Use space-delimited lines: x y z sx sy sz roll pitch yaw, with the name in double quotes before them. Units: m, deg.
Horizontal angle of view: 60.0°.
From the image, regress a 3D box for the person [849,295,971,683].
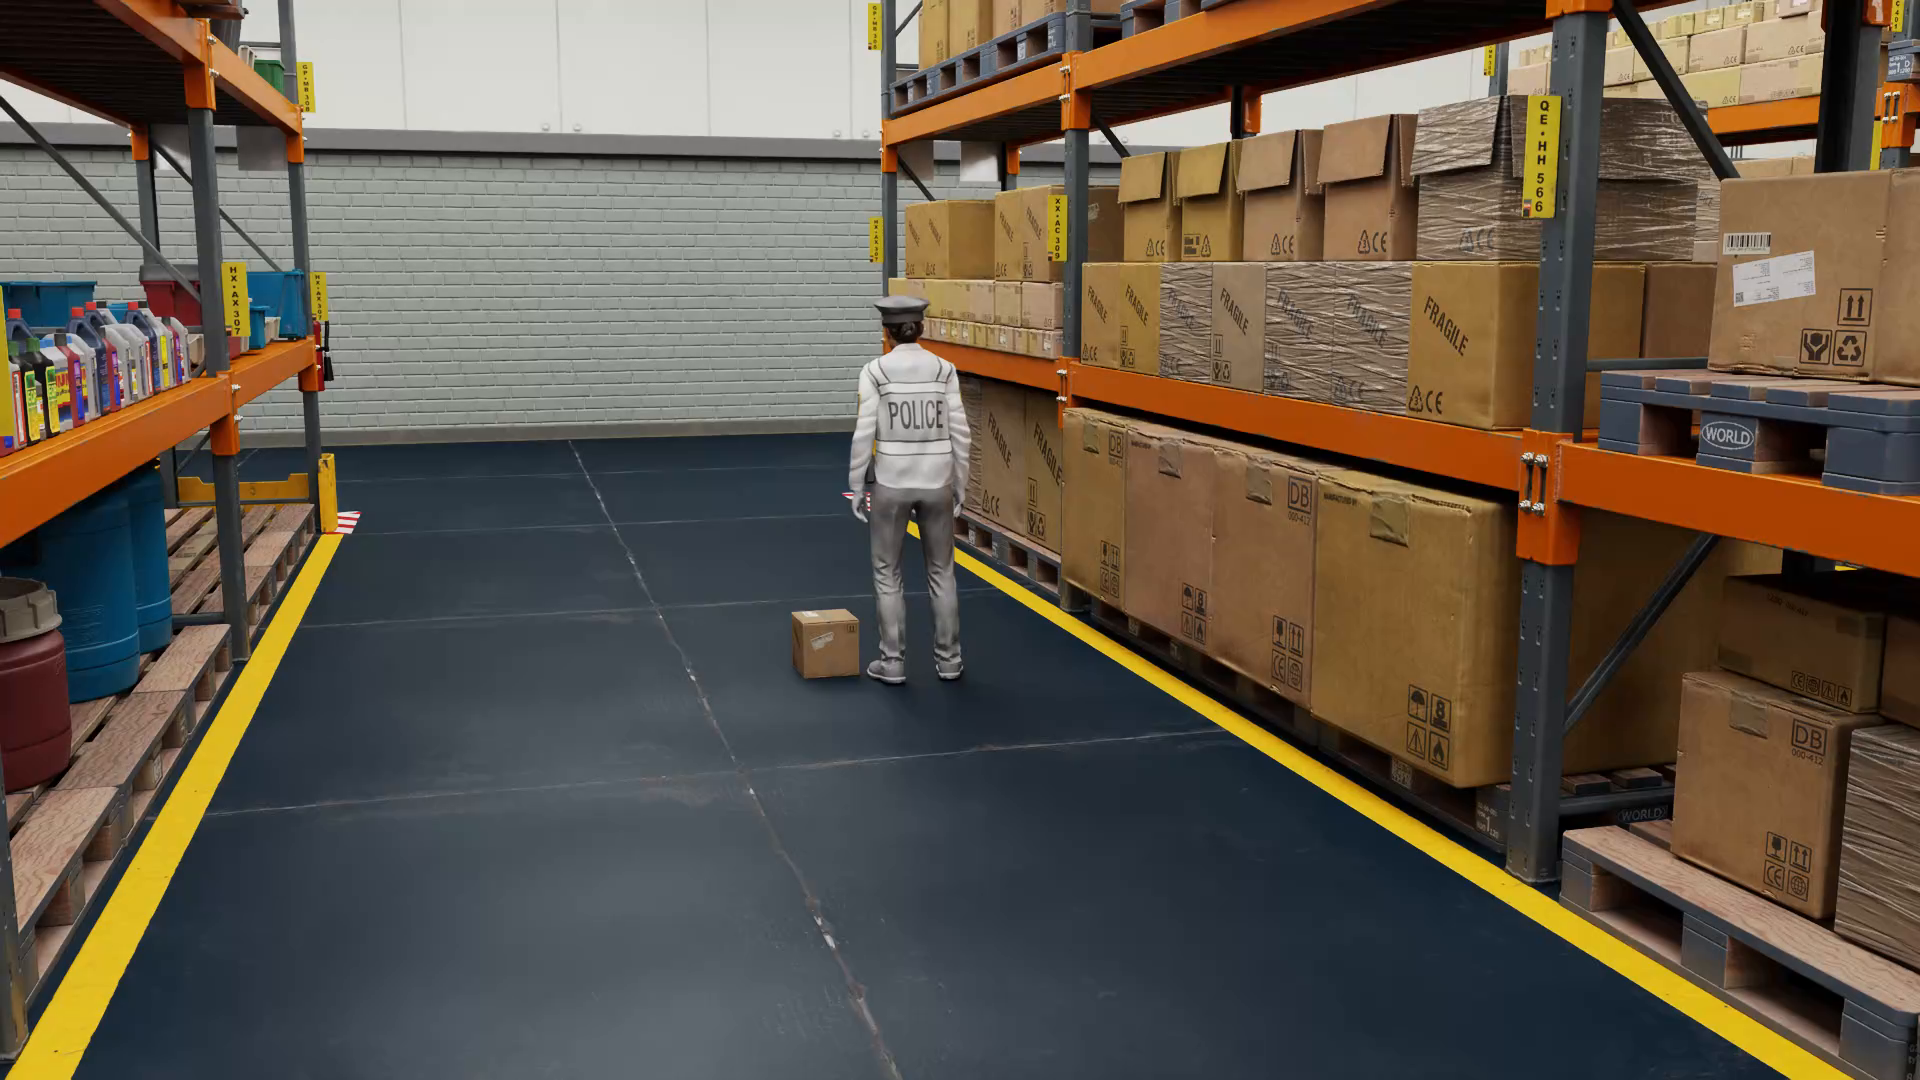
"person" -0.216 -0.214 7.166 0.529 1.664 0.374 -2 10 -15
